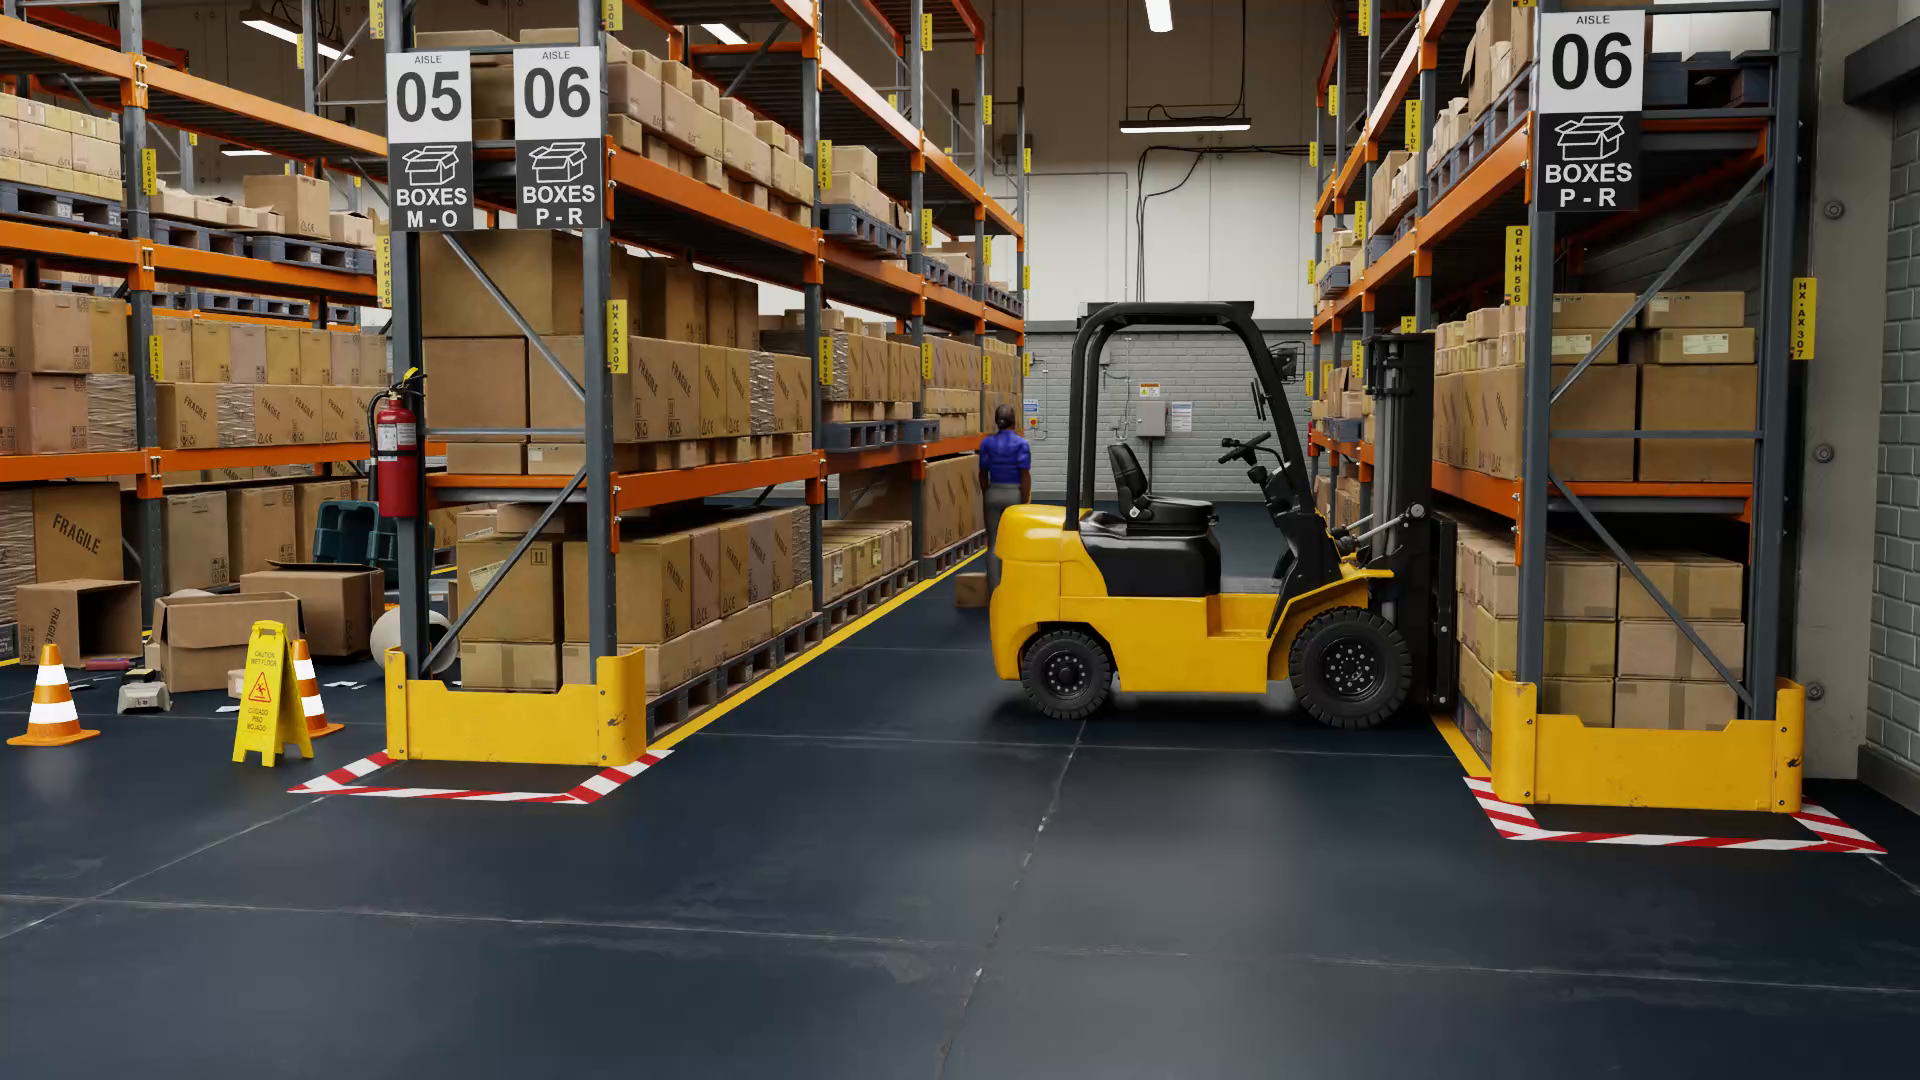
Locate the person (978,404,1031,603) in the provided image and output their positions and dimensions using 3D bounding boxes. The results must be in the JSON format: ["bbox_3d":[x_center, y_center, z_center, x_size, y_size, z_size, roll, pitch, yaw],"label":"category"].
[{"bbox_3d":[0.379,-0.308,13.597,0.454,1.605,0.960,1,5,10],"label":"person"}]
